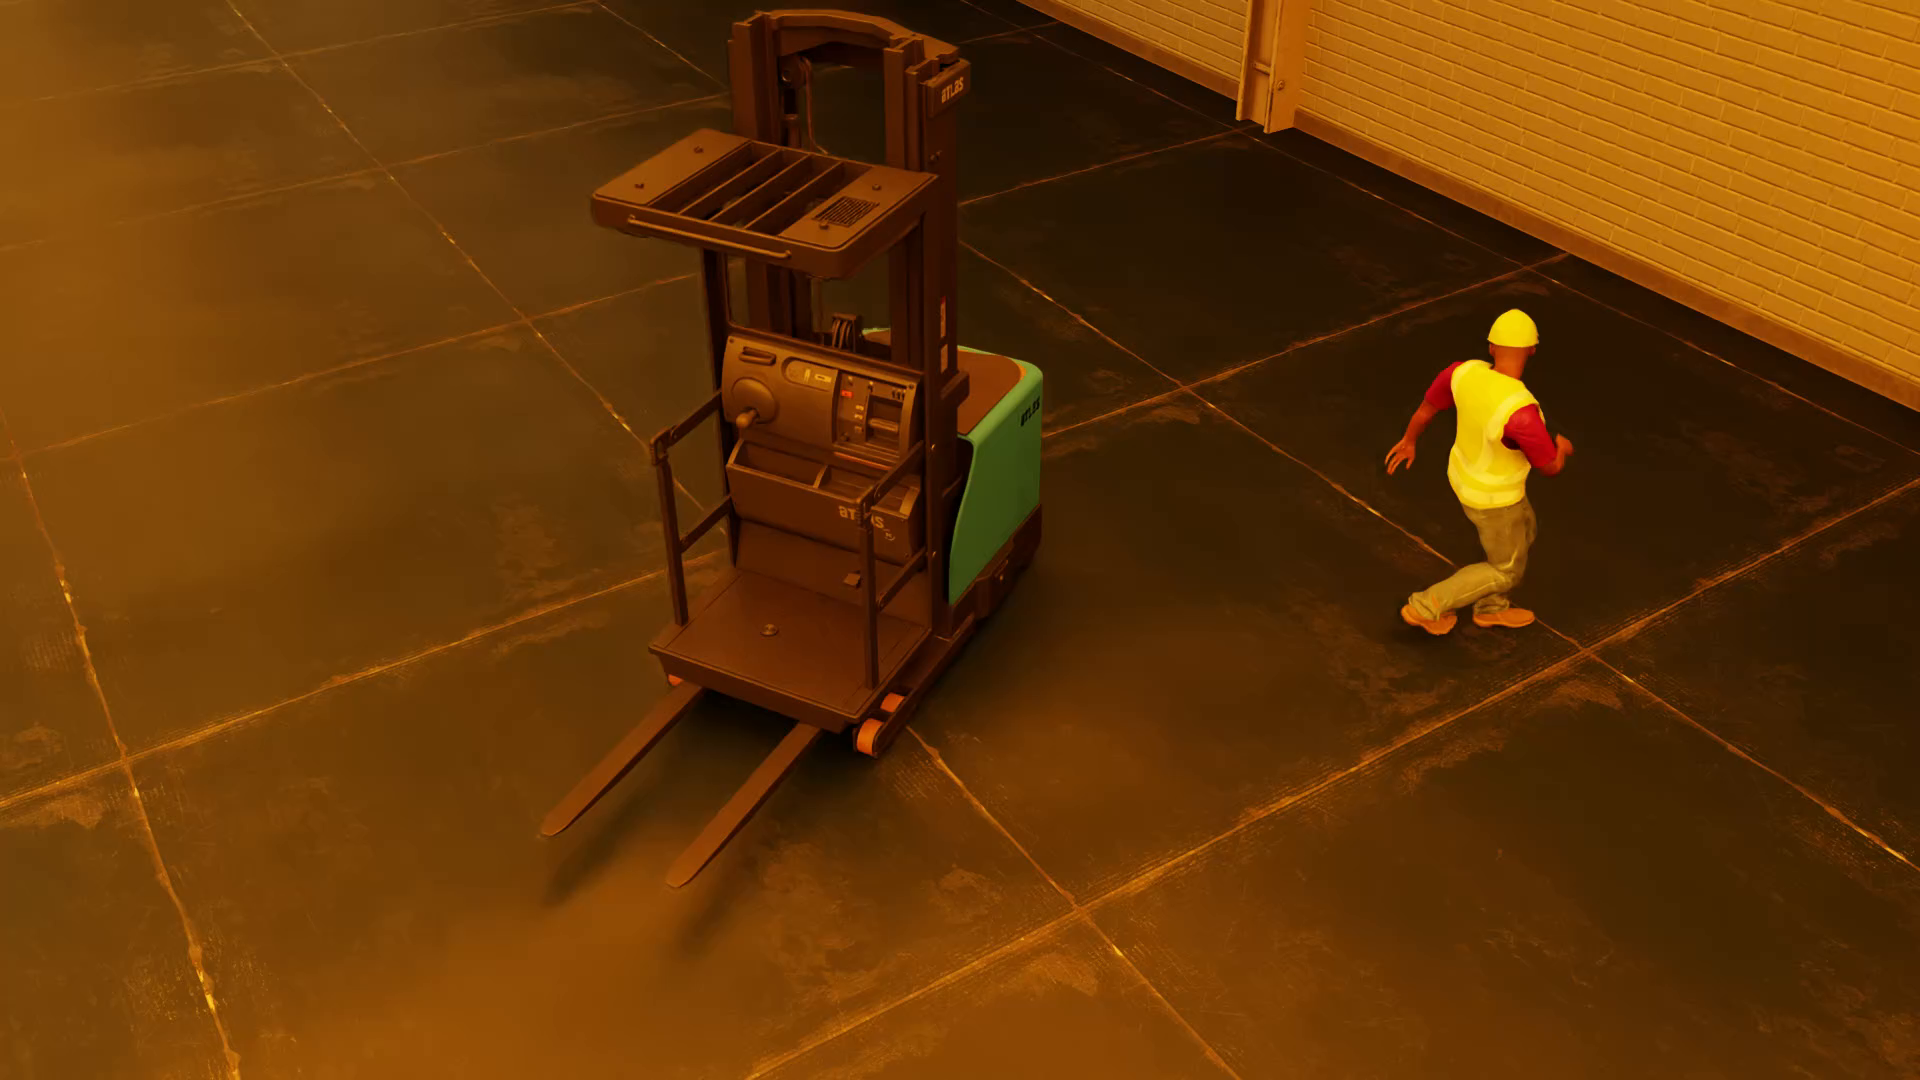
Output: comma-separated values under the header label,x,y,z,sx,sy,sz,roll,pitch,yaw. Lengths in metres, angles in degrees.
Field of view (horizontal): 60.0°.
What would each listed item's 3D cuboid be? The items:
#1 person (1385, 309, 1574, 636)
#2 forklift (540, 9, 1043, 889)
label,x,y,z,sx,sy,sz,roll,pitch,yaw
person,2.418,-0.282,7.640,0.791,1.693,0.655,0,35,-1
forklift,-0.699,-0.539,6.914,1.130,2.935,3.031,16,38,22
